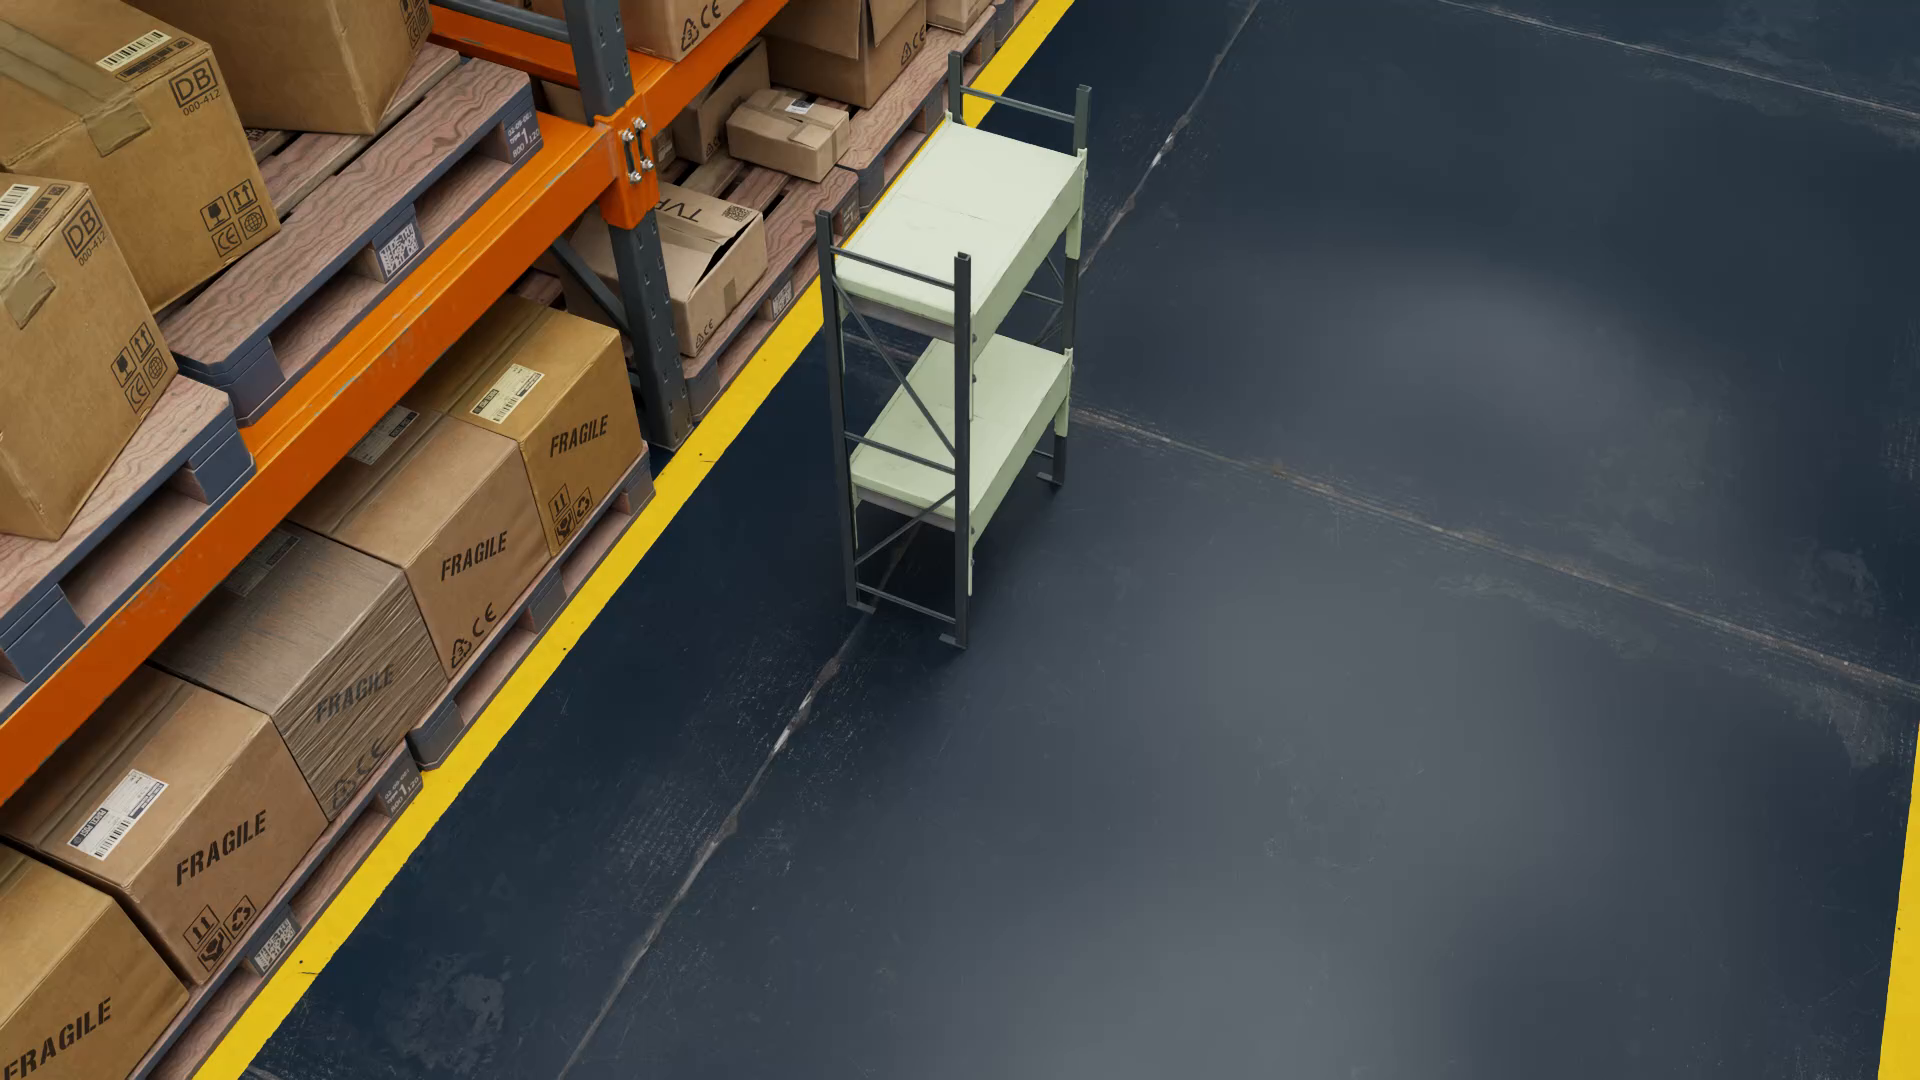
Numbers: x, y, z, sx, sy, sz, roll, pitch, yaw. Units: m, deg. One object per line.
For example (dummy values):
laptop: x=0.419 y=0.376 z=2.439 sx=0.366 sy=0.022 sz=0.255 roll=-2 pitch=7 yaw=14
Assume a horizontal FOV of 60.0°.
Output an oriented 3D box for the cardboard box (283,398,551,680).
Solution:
cardboard box: x=-1.537 y=-0.021 z=4.651 sx=0.500 sy=0.500 sz=0.500 roll=20 pitch=52 yaw=16

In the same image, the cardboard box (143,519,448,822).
cardboard box: x=-1.752 y=0.324 z=4.357 sx=0.500 sy=0.500 sz=0.500 roll=20 pitch=53 yaw=17

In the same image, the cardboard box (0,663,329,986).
cardboard box: x=-1.967 y=0.675 z=4.058 sx=0.500 sy=0.500 sz=0.500 roll=18 pitch=52 yaw=15

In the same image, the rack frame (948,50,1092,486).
rack frame: x=0.154 y=-0.733 z=4.889 sx=0.400 sy=1.500 sz=0.023 roll=20 pitch=52 yaw=16

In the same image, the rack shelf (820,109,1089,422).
rack shelf: x=-0.003 y=-0.734 z=4.378 sx=0.431 sy=0.370 sz=0.720 roll=20 pitch=52 yaw=16

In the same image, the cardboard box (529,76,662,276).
cardboard box: x=-1.380 y=-1.276 z=5.719 sx=0.500 sy=0.500 sz=0.500 roll=20 pitch=52 yaw=16

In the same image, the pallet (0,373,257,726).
pallet: x=-2.249 y=0.017 z=3.392 sx=1.003 sy=0.211 sz=1.213 roll=20 pitch=52 yaw=16

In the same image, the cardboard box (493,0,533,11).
cardboard box: x=-1.385 y=-1.919 z=4.848 sx=0.500 sy=0.500 sz=0.500 roll=21 pitch=53 yaw=17

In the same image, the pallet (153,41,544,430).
pallet: x=-1.807 y=-0.882 z=4.157 sx=1.003 sy=0.211 sz=1.213 roll=20 pitch=52 yaw=16

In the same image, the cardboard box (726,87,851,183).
cardboard box: x=-0.631 y=-1.501 z=6.129 sx=0.380 sy=0.166 sz=0.250 roll=20 pitch=52 yaw=16

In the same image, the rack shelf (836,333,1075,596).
rack shelf: x=-0.003 y=-0.270 z=4.923 sx=0.431 sy=0.370 sz=0.720 roll=20 pitch=52 yaw=16

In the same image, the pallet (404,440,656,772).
pallet: x=-1.680 y=0.017 z=5.097 sx=1.003 sy=0.211 sz=1.213 roll=20 pitch=52 yaw=16

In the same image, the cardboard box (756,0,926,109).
cardboard box: x=-0.569 y=-2.088 z=6.408 sx=0.797 sy=0.503 sz=0.637 roll=20 pitch=52 yaw=16

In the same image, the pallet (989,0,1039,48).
pallet: x=-0.030 y=-2.708 z=7.416 sx=1.003 sy=0.211 sz=1.213 roll=20 pitch=52 yaw=16

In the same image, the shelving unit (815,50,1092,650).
shelving unit: x=-0.003 y=-0.481 z=4.675 sx=0.431 sy=1.500 sz=0.755 roll=20 pitch=52 yaw=16

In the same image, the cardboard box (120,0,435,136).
cardboard box: x=-1.771 y=-1.374 z=4.108 sx=0.700 sy=0.500 sz=0.500 roll=4 pitch=50 yaw=4

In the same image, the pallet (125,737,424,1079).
pallet: x=-2.200 y=0.860 z=4.380 sx=1.003 sy=0.211 sz=1.213 roll=20 pitch=52 yaw=16

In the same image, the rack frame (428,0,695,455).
rack frame: x=-1.367 y=-1.459 z=4.522 sx=1.000 sy=3.000 sz=0.127 roll=20 pitch=52 yaw=16

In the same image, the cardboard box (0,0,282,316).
cardboard box: x=-2.008 y=-0.880 z=3.688 sx=0.700 sy=0.500 sz=0.500 roll=28 pitch=55 yaw=22

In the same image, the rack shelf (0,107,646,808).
rack shelf: x=-2.221 y=0.151 z=3.624 sx=1.077 sy=0.370 sz=4.000 roll=20 pitch=52 yaw=16

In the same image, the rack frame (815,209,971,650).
rack frame: x=-0.159 y=-0.229 z=4.460 sx=0.400 sy=1.500 sz=0.023 roll=20 pitch=52 yaw=16

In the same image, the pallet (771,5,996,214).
pallet: x=-0.552 y=-1.871 z=6.704 sx=1.003 sy=0.211 sz=1.213 roll=20 pitch=52 yaw=16

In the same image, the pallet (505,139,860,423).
pallet: x=-1.072 y=-1.028 z=5.986 sx=1.003 sy=0.211 sz=1.213 roll=20 pitch=52 yaw=16

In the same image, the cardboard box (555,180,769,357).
cardboard box: x=-0.992 y=-0.949 z=5.565 sx=0.500 sy=0.311 sz=0.500 roll=20 pitch=52 yaw=16

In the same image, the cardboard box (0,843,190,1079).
cardboard box: x=-2.185 y=1.036 z=3.751 sx=0.500 sy=0.500 sz=0.500 roll=19 pitch=52 yaw=16

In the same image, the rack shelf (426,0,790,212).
rack shelf: x=-0.512 y=-2.603 z=5.968 sx=1.077 sy=0.370 sz=4.000 roll=20 pitch=52 yaw=16

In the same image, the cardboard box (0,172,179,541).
cardboard box: x=-2.066 y=-0.391 z=3.272 sx=0.700 sy=0.500 sz=0.500 roll=8 pitch=50 yaw=7

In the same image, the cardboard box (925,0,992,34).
cardboard box: x=-0.100 y=-2.366 z=6.810 sx=0.500 sy=0.250 sz=0.500 roll=20 pitch=52 yaw=16

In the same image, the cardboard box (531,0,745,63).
cardboard box: x=-0.902 y=-1.754 z=4.707 sx=0.500 sy=0.500 sz=0.500 roll=21 pitch=53 yaw=17

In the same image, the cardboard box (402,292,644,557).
cardboard box: x=-1.318 y=-0.359 z=4.938 sx=0.500 sy=0.500 sz=0.500 roll=20 pitch=52 yaw=16

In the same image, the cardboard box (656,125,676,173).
cardboard box: x=-1.274 y=-1.440 z=6.089 sx=0.380 sy=0.149 sz=0.250 roll=20 pitch=52 yaw=16

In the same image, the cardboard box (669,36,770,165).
cardboard box: x=-1.059 y=-1.731 z=6.230 sx=0.500 sy=0.311 sz=0.500 roll=20 pitch=52 yaw=16
